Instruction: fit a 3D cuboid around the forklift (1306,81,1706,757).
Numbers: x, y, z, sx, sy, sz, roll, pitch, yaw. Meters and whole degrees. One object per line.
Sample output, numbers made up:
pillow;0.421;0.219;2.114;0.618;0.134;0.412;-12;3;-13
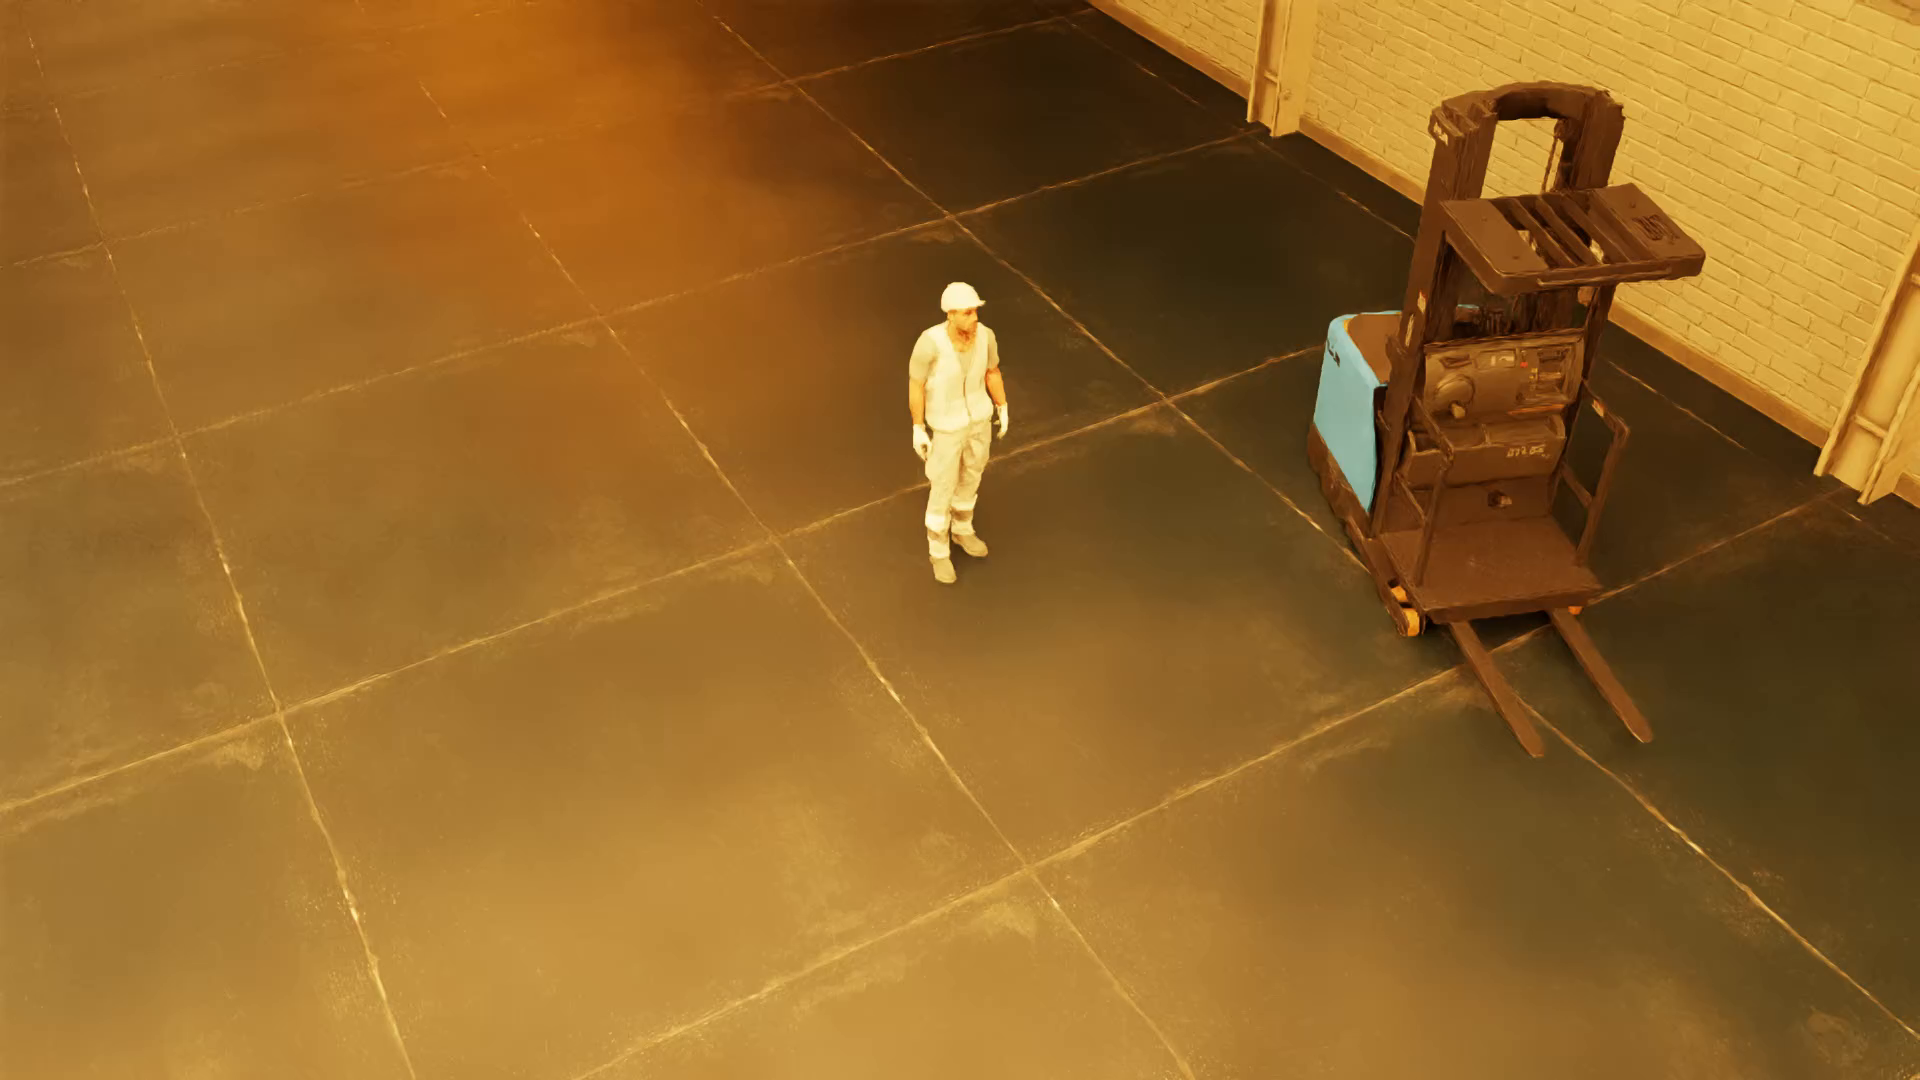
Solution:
forklift;3.040;-0.822;9.027;1.130;2.935;3.031;-7;40;-8

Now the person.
person;0.031;-0.646;9.699;0.637;1.787;0.563;-20;44;-23
